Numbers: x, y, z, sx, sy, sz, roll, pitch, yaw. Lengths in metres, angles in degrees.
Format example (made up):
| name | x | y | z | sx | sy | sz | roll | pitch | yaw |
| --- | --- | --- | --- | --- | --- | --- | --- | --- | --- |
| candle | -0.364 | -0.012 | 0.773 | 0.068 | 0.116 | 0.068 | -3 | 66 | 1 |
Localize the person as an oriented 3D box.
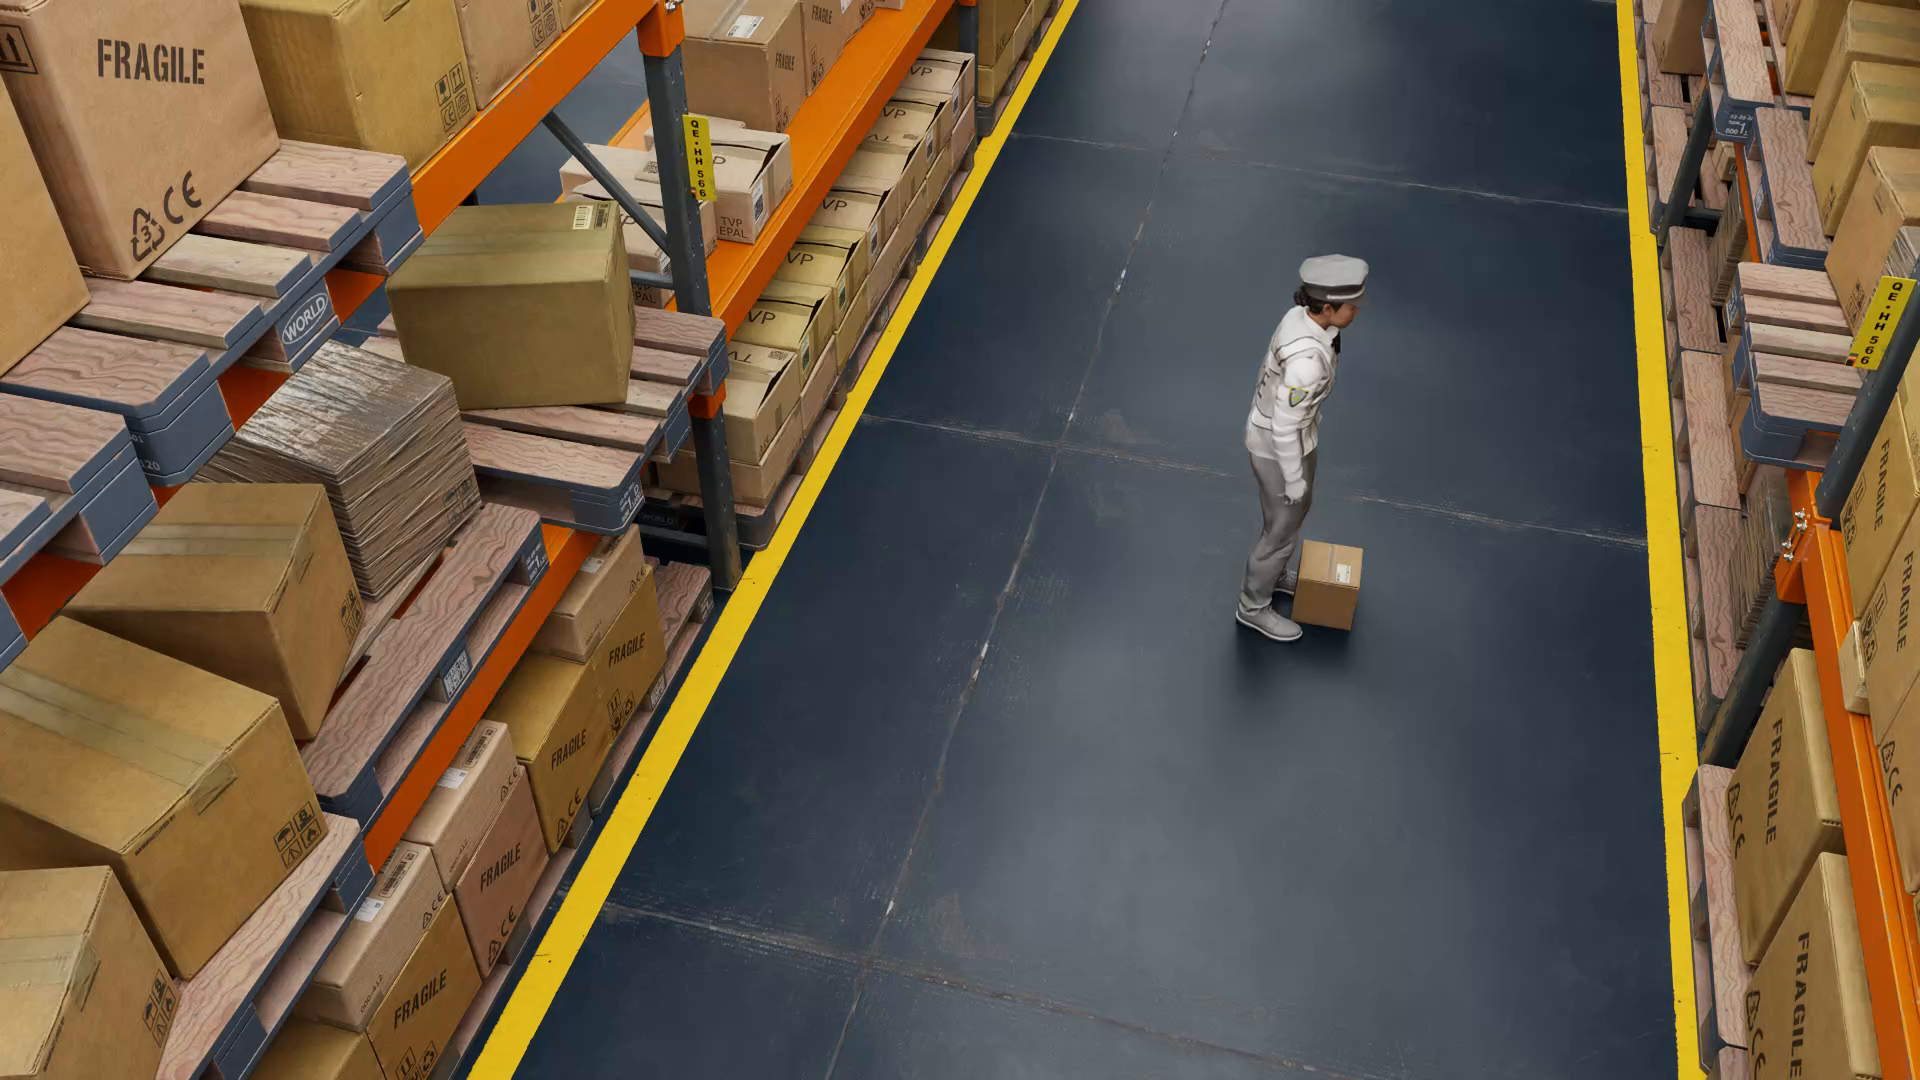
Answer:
| name | x | y | z | sx | sy | sz | roll | pitch | yaw |
| --- | --- | --- | --- | --- | --- | --- | --- | --- | --- |
| person | 1.329 | -0.372 | 6.579 | 0.402 | 1.664 | 0.529 | 10 | 42 | 12 |
